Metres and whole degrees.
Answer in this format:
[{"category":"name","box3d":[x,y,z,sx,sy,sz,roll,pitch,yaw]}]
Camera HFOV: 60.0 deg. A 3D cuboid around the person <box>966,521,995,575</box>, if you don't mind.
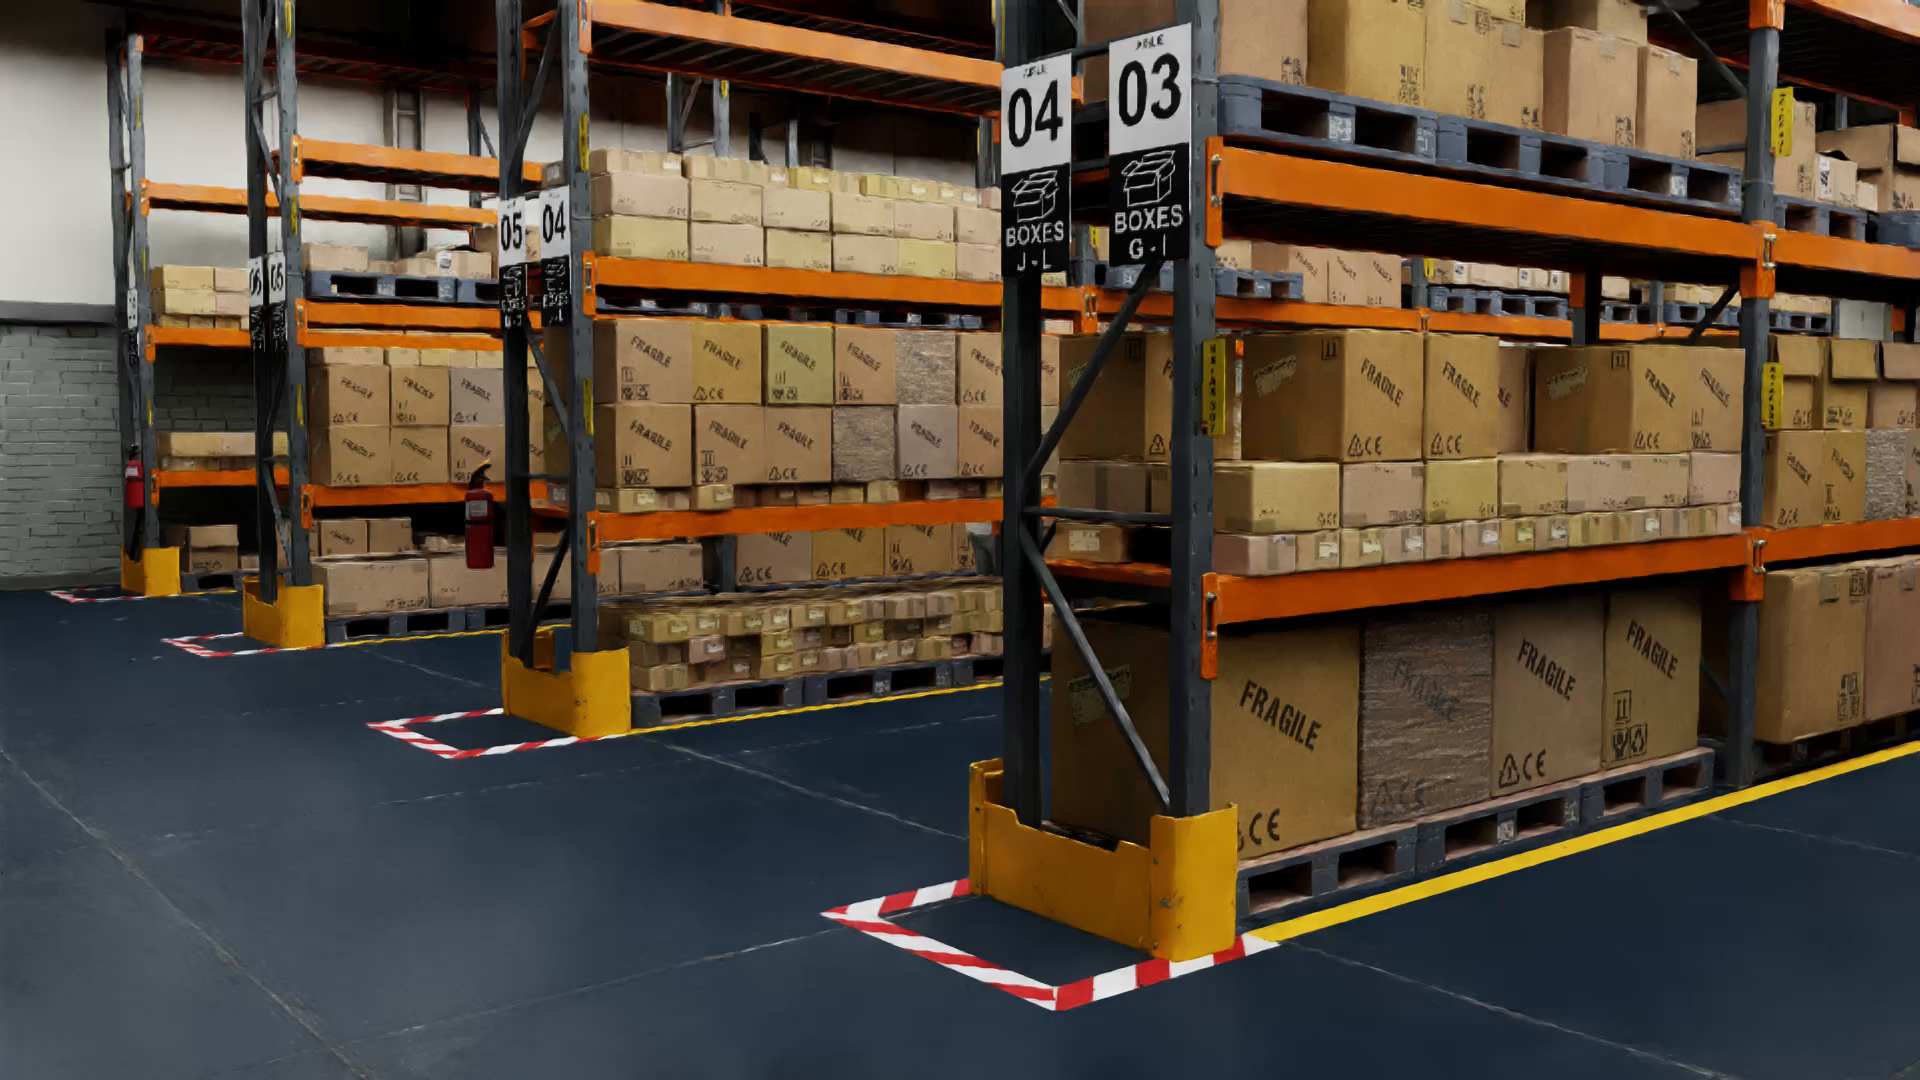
[{"category":"person","box3d":[0.323,-0.079,14.270,0.568,1.768,0.635,-2,5,-30]}]
